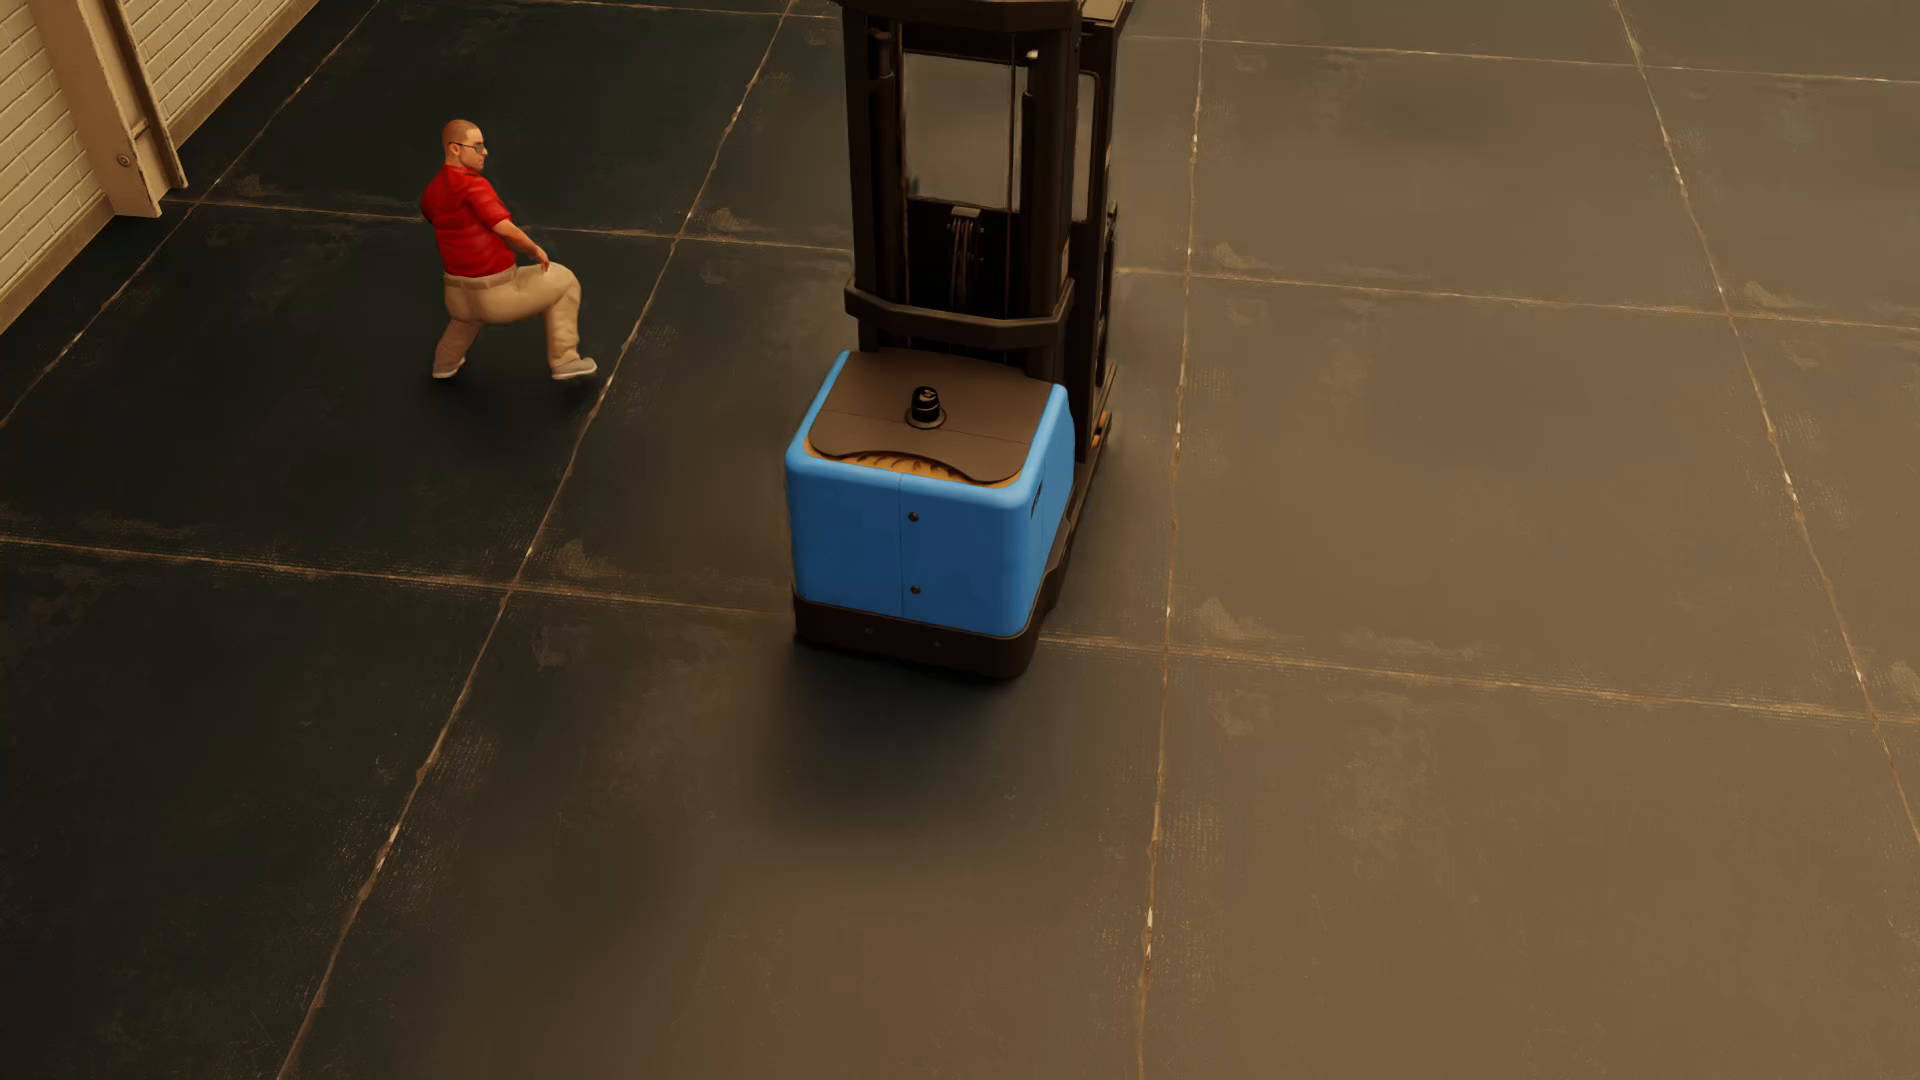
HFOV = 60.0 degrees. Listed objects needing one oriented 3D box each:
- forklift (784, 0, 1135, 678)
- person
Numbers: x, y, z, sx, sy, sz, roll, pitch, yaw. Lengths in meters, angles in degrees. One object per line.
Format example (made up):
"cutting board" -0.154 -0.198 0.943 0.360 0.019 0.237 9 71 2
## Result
"forklift" 0.144 -1.498 7.355 1.130 2.935 3.031 10 44 11
"person" -2.363 -1.386 8.359 0.902 1.520 0.704 18 46 19
